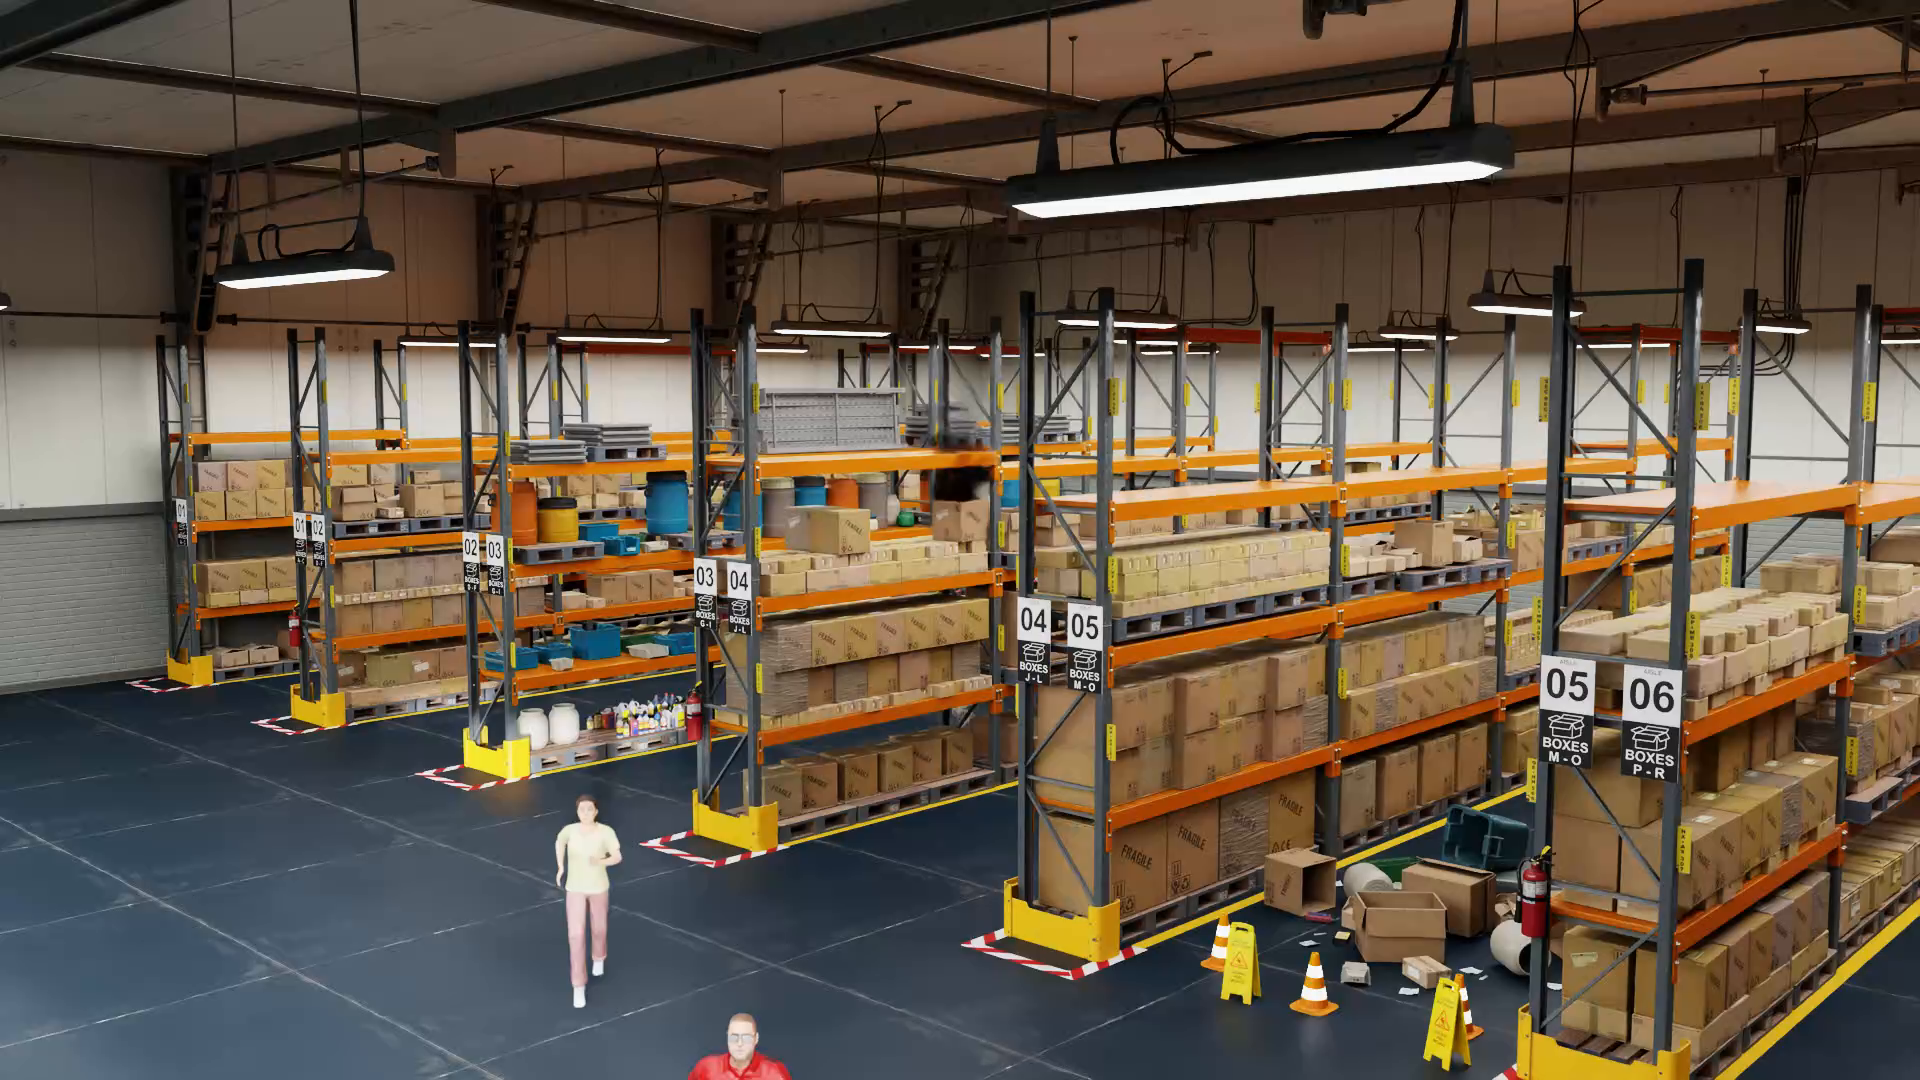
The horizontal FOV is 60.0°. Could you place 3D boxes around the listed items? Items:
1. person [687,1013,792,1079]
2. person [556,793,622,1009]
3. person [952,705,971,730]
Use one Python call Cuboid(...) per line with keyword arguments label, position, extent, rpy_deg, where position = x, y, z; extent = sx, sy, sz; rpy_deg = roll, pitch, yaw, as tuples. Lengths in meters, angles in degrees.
Cuboid(label="person", position=(-1.193, 3.474, 9.058), extent=(0.637, 1.790, 0.714), rpy_deg=(0, 5, -4))
Cuboid(label="person", position=(-3.151, 2.994, 14.118), extent=(0.560, 1.703, 0.872), rpy_deg=(-1, 5, -10))
Cuboid(label="person", position=(-0.002, 2.049, 23.750), extent=(0.640, 1.750, 0.604), rpy_deg=(4, 7, 39))
